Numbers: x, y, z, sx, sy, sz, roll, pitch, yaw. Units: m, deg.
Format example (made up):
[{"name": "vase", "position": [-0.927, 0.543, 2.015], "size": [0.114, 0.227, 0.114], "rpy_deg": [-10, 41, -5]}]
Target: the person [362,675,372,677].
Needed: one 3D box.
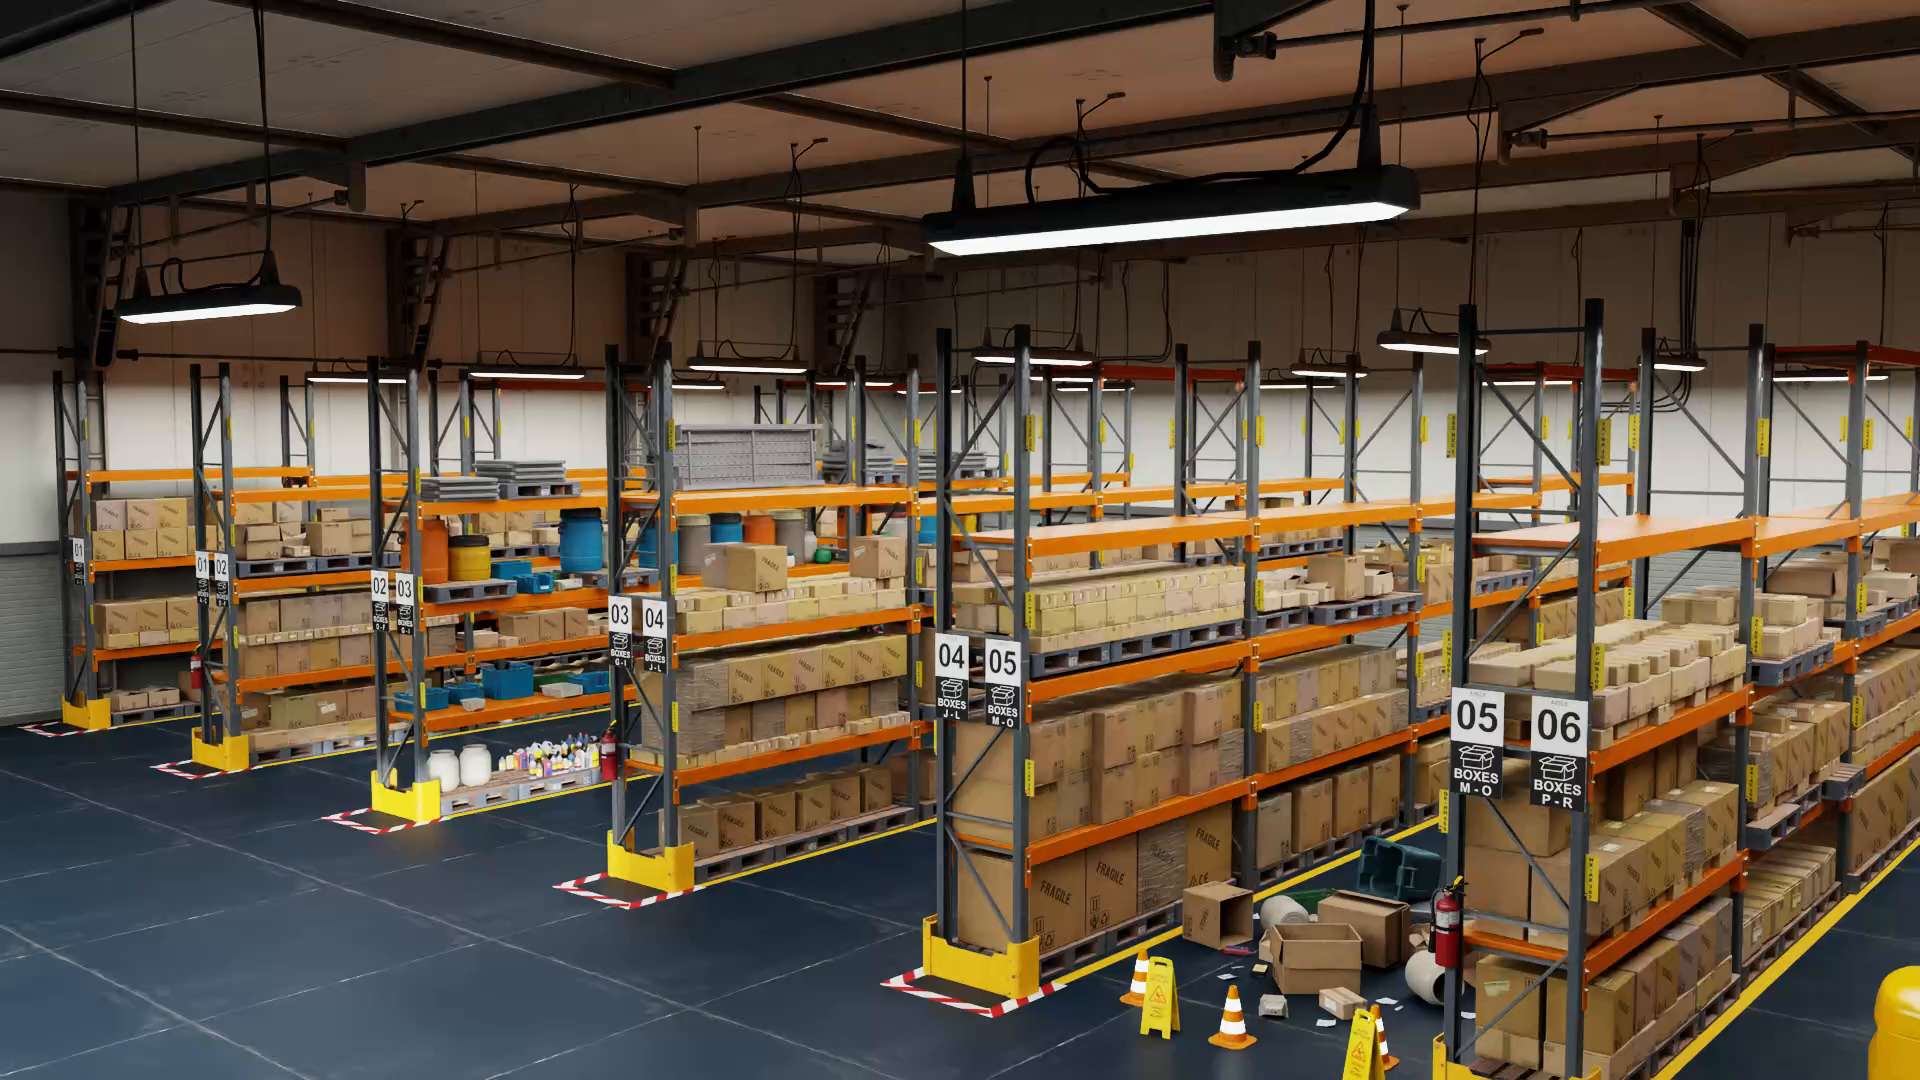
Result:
[{"name": "person", "position": [-10.433, 2.233, 29.255], "size": [0.527, 1.691, 0.464], "rpy_deg": [-3, 5, -40]}]
